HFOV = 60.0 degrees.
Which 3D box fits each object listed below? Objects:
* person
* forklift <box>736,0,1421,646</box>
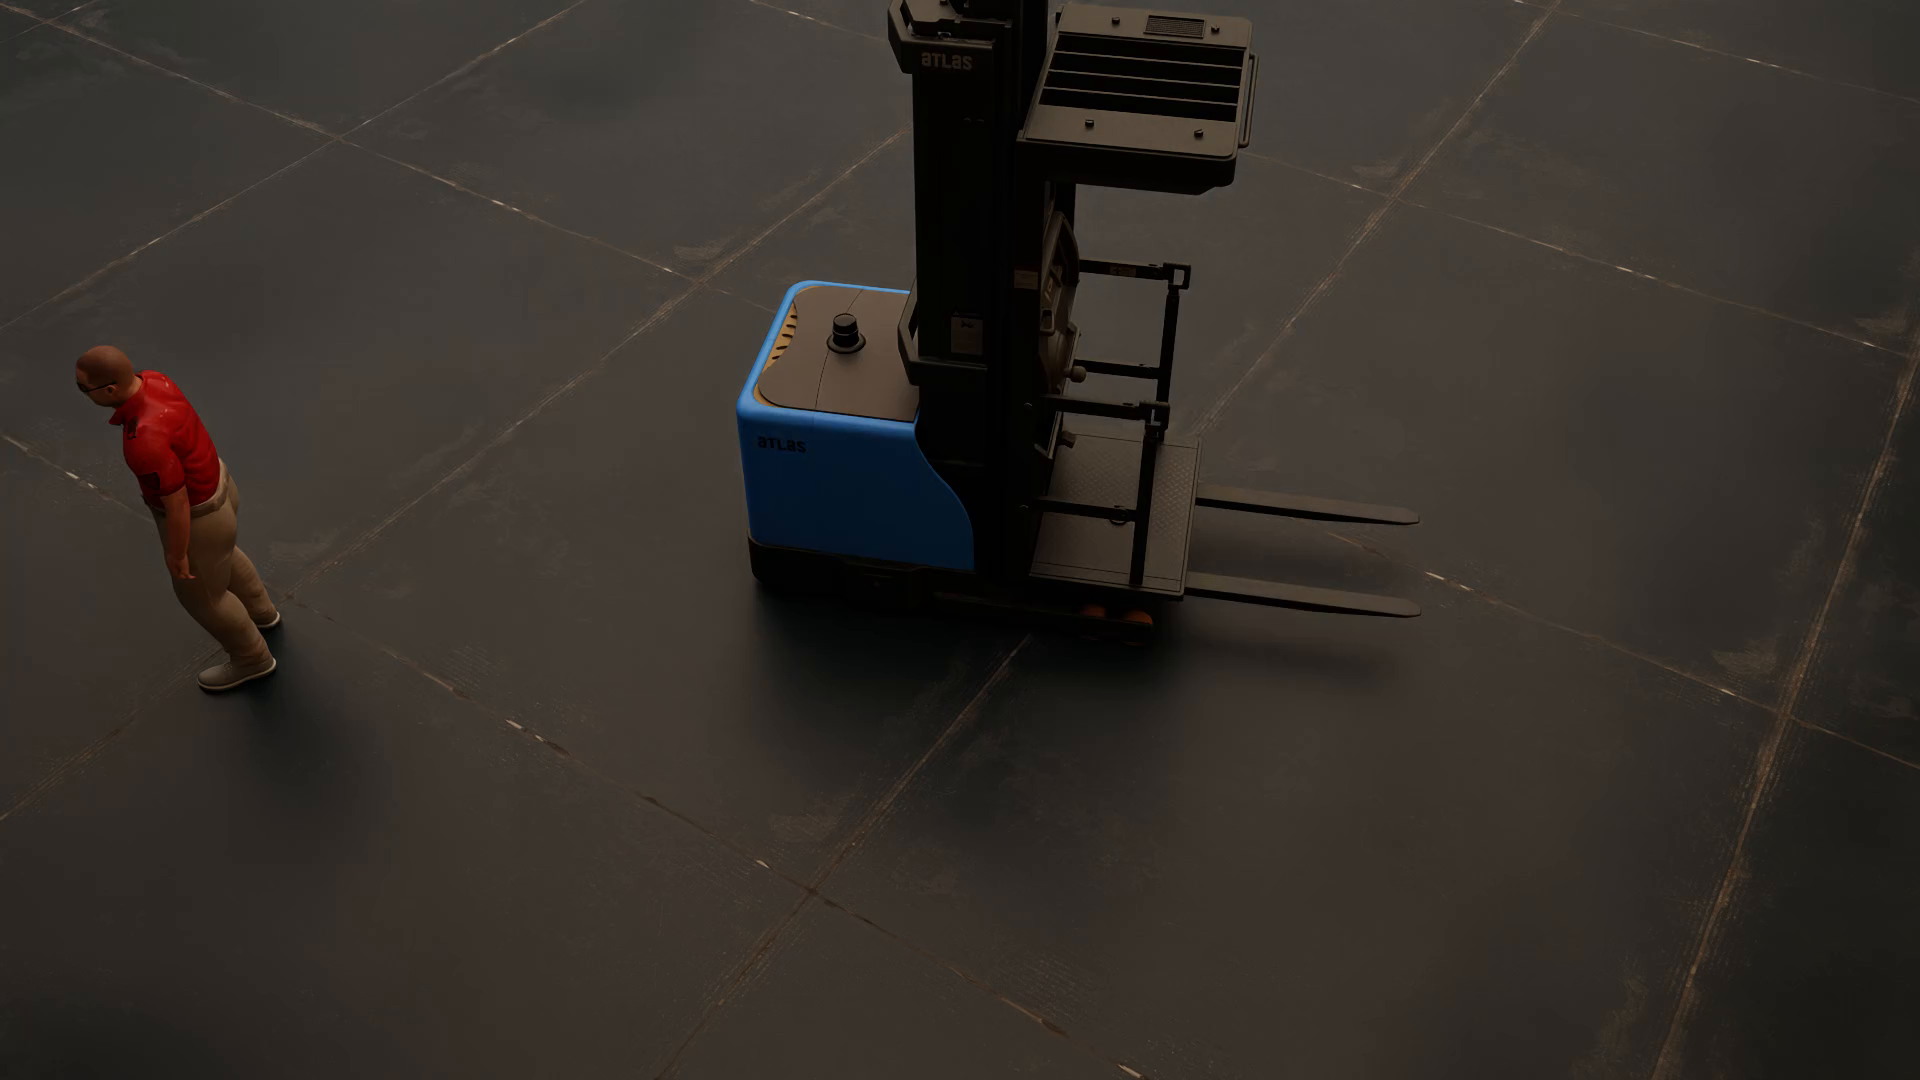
[{"bbox_3d":[-3.184,-0.114,6.843,0.394,1.727,0.607,-10,44,-11],"label":"person"},{"bbox_3d":[0.598,-0.987,6.890,3.031,2.935,1.130,7,44,8],"label":"forklift"}]
